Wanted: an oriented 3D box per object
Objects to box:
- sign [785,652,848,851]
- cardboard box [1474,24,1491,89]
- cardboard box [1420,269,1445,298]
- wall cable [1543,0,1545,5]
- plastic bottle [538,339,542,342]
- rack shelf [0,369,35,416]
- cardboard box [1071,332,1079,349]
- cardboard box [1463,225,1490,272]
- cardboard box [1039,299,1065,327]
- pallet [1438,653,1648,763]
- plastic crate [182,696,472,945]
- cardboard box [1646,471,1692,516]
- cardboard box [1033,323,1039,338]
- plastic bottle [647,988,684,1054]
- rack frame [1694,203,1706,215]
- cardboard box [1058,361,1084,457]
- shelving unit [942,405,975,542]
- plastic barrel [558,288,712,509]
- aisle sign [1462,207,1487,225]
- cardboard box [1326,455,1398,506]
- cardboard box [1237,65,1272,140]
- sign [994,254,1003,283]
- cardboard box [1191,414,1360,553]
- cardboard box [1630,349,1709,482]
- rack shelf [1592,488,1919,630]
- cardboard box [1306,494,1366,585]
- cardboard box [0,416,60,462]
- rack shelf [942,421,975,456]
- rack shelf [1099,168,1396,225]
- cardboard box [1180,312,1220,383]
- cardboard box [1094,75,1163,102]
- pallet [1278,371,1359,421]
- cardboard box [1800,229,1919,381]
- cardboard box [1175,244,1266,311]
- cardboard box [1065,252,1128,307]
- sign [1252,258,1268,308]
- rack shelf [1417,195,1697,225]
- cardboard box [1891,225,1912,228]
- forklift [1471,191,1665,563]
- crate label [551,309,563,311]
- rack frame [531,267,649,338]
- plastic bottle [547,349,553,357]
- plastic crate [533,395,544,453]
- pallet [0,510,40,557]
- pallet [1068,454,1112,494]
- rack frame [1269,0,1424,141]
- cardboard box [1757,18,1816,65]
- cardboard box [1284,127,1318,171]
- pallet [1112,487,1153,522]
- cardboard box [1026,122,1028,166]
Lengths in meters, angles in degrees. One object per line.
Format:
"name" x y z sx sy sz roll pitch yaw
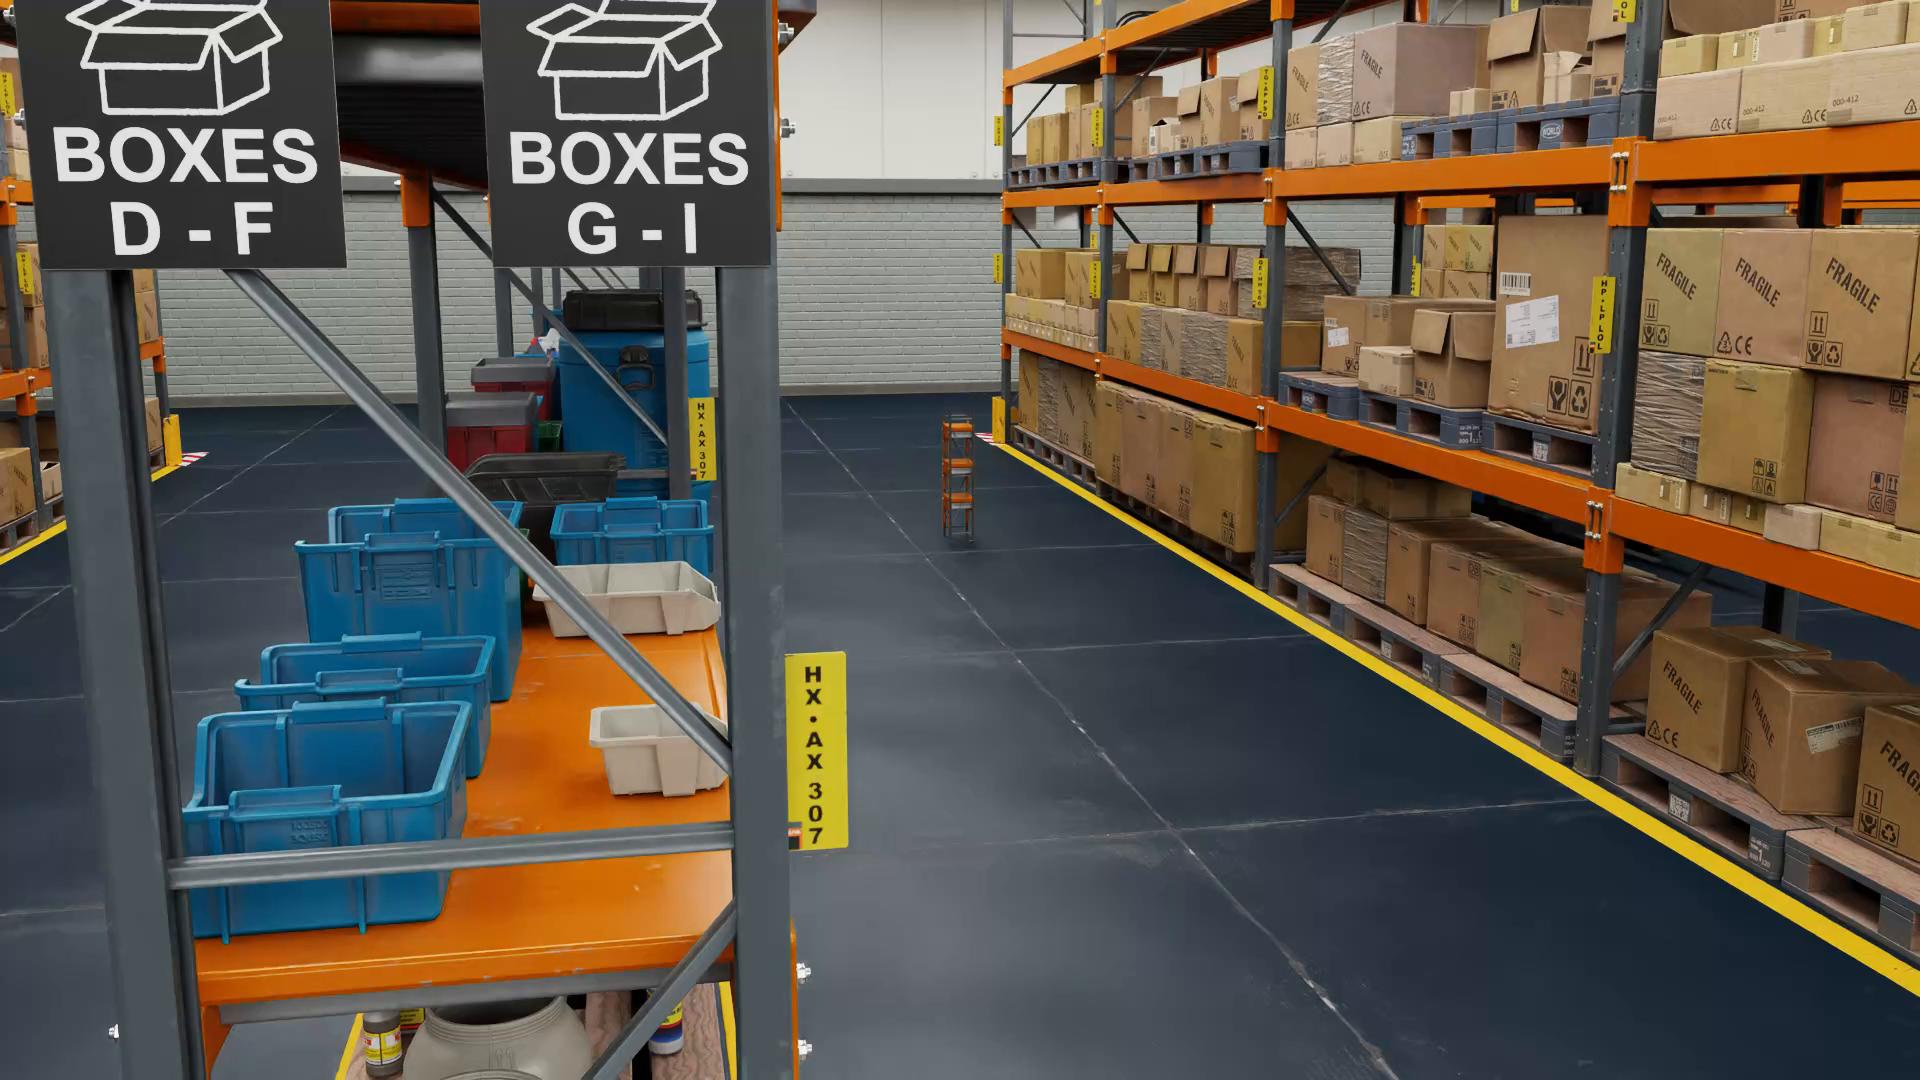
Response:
"sign" -0.230 0.339 2.654 0.100 0.325 0.005 -2 11 -11
"cardboard box" 3.061 -2.658 9.514 0.500 0.500 0.500 -2 11 -10
"cardboard box" 5.677 -2.885 19.271 0.500 0.500 0.500 -2 11 -8
"wall cable" 10.052 -6.988 25.844 2.355 3.000 0.029 -2 11 -11
"plastic bottle" -3.322 -1.456 13.166 0.097 0.271 0.097 0 11 0
"rack shelf" -7.575 -0.807 11.340 1.077 0.370 4.000 -2 11 -11
"cardboard box" 1.273 -1.902 15.839 0.380 0.149 0.250 -2 11 -12
"cardboard box" 5.871 -3.189 18.189 0.500 0.500 0.500 -2 11 -12
"cardboard box" 1.113 -2.312 16.929 0.500 0.250 0.500 -2 11 -12
"pallet" 3.157 0.807 8.391 1.003 0.211 1.213 -2 11 -11
"plastic crate" -1.162 0.486 3.018 0.499 0.251 0.616 -2 11 -11
"cardboard box" 3.092 -0.200 6.896 0.380 0.149 0.250 -2 11 -11
"cardboard box" 0.973 -2.185 17.323 0.380 0.149 0.250 -2 11 -12
"plastic bottle" -0.818 1.274 4.600 0.097 0.271 0.097 0 11 0
"rack frame" 6.638 -2.049 15.939 1.000 3.000 0.127 -2 11 -11
"cardboard box" 1.529 -1.339 16.767 0.875 0.875 0.875 -2 11 -11
"shelving unit" -0.010 -0.526 13.150 0.215 1.050 0.252 -2 11 -11
"plastic barrel" -1.327 -0.568 6.817 0.600 0.901 0.708 -2 11 -11
"aisle sign" 6.141 -4.084 19.678 0.394 0.787 0.004 -2 11 -11
"cardboard box" 2.691 -0.388 10.717 0.500 0.250 0.500 -2 11 -9
"cardboard box" 2.342 -2.993 11.479 0.797 0.503 0.637 -1 11 -8
"sign" 0.430 -3.066 18.755 0.100 0.325 0.005 -2 11 -11
"cardboard box" 2.418 -0.443 12.063 1.225 0.875 0.875 -3 11 -14
"cardboard box" 3.336 -0.530 6.898 0.875 0.500 0.500 -2 11 -11
"rack shelf" 3.698 0.300 5.520 1.077 0.370 4.000 -2 11 -11
"cardboard box" 2.681 -0.020 10.785 0.700 0.500 0.500 -3 11 -14
"cardboard box" -8.335 -0.862 15.202 0.797 0.503 0.637 -2 11 -11
"rack shelf" -0.010 -0.794 13.099 0.215 0.259 0.240 -2 11 -11
"rack shelf" 2.143 -2.640 12.949 1.077 0.370 4.000 -2 11 -11
"cardboard box" 1.997 -1.471 12.635 0.500 0.500 0.500 -2 11 -13
"cardboard box" 1.577 -4.206 15.588 0.500 0.250 0.500 -3 11 -15
"pallet" 2.775 -0.932 10.586 1.213 0.211 1.003 -2 11 -11
"cardboard box" 3.343 -0.831 5.804 0.500 0.500 0.500 -2 11 -11
"cardboard box" 2.144 -2.072 13.113 0.797 0.503 0.637 -2 11 -9
"cardboard box" 1.308 -2.495 15.881 0.500 0.500 0.500 -2 11 -10
"sign" 1.988 -1.702 11.017 0.100 0.325 0.005 -2 11 -11
"rack shelf" 6.249 -3.536 17.653 1.077 0.370 4.000 -2 11 -11
"cardboard box" 10.754 -3.479 18.776 0.380 0.149 0.250 -2 11 -12
"forklift" 4.700 -1.362 12.513 1.130 2.935 3.031 -2 11 -12
"crate label" -4.158 -2.331 17.706 0.416 0.233 0.303 -2 11 -11
"rack frame" -3.105 -1.707 14.143 1.000 3.000 0.127 -2 11 -11
"plastic bottle" -2.941 -1.224 11.915 0.061 0.283 0.133 -2 11 -11
"plastic crate" -2.069 -0.423 7.439 0.392 0.384 0.575 -2 11 -11
"pallet" -7.769 -0.010 12.684 1.003 0.211 1.213 -2 11 -11
"pallet" 1.682 -0.660 16.097 1.003 0.211 1.213 -2 11 -11
"rack frame" 2.532 -4.101 10.674 1.000 3.000 0.127 -2 11 -11
"cardboard box" 3.221 -1.848 6.194 0.380 0.149 0.250 -2 11 -11
"cardboard box" 2.373 -2.458 10.467 0.500 0.250 0.500 -2 11 -10
"pallet" 1.978 -0.379 14.621 1.003 0.211 1.213 -2 11 -11
"cardboard box" 1.129 -4.305 18.114 0.700 0.500 0.500 -3 11 -14
